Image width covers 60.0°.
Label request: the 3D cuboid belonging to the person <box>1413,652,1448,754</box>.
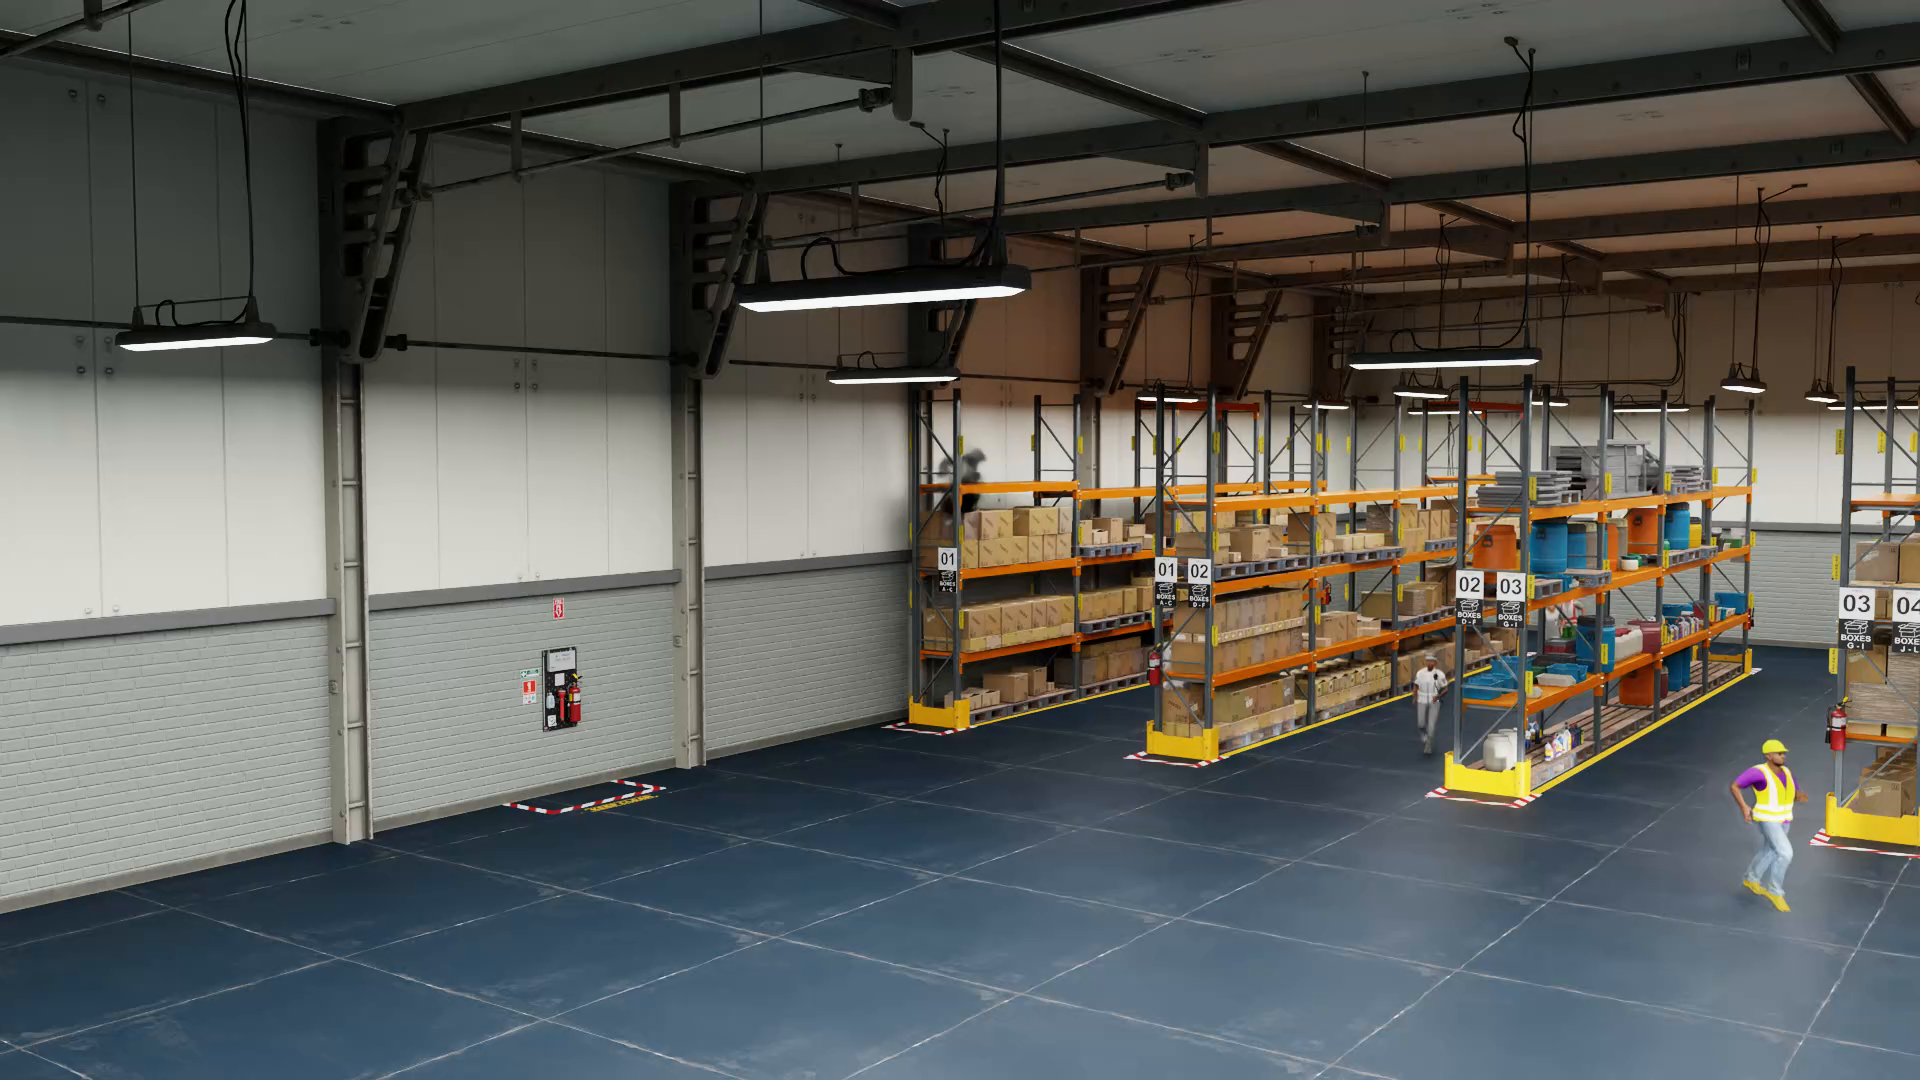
[{"bbox_3d":[7.627,2.638,27.009,0.574,1.649,0.561,2,4,25],"label":"person"}]

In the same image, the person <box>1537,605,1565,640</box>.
[{"bbox_3d":[12.818,2.107,36.079,0.565,1.677,0.941,1,3,21],"label":"person"}]

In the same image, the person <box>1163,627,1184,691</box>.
[{"bbox_3d":[3.815,2.435,29.797,0.698,1.739,0.622,2,4,31],"label":"person"}]

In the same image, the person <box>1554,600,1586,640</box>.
[{"bbox_3d":[13.870,1.969,37.917,0.667,1.762,0.624,2,4,32],"label":"person"}]

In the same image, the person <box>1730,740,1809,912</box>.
[{"bbox_3d":[8.847,3.087,18.102,0.669,1.828,0.766,-2,4,-29],"label":"person"}]
